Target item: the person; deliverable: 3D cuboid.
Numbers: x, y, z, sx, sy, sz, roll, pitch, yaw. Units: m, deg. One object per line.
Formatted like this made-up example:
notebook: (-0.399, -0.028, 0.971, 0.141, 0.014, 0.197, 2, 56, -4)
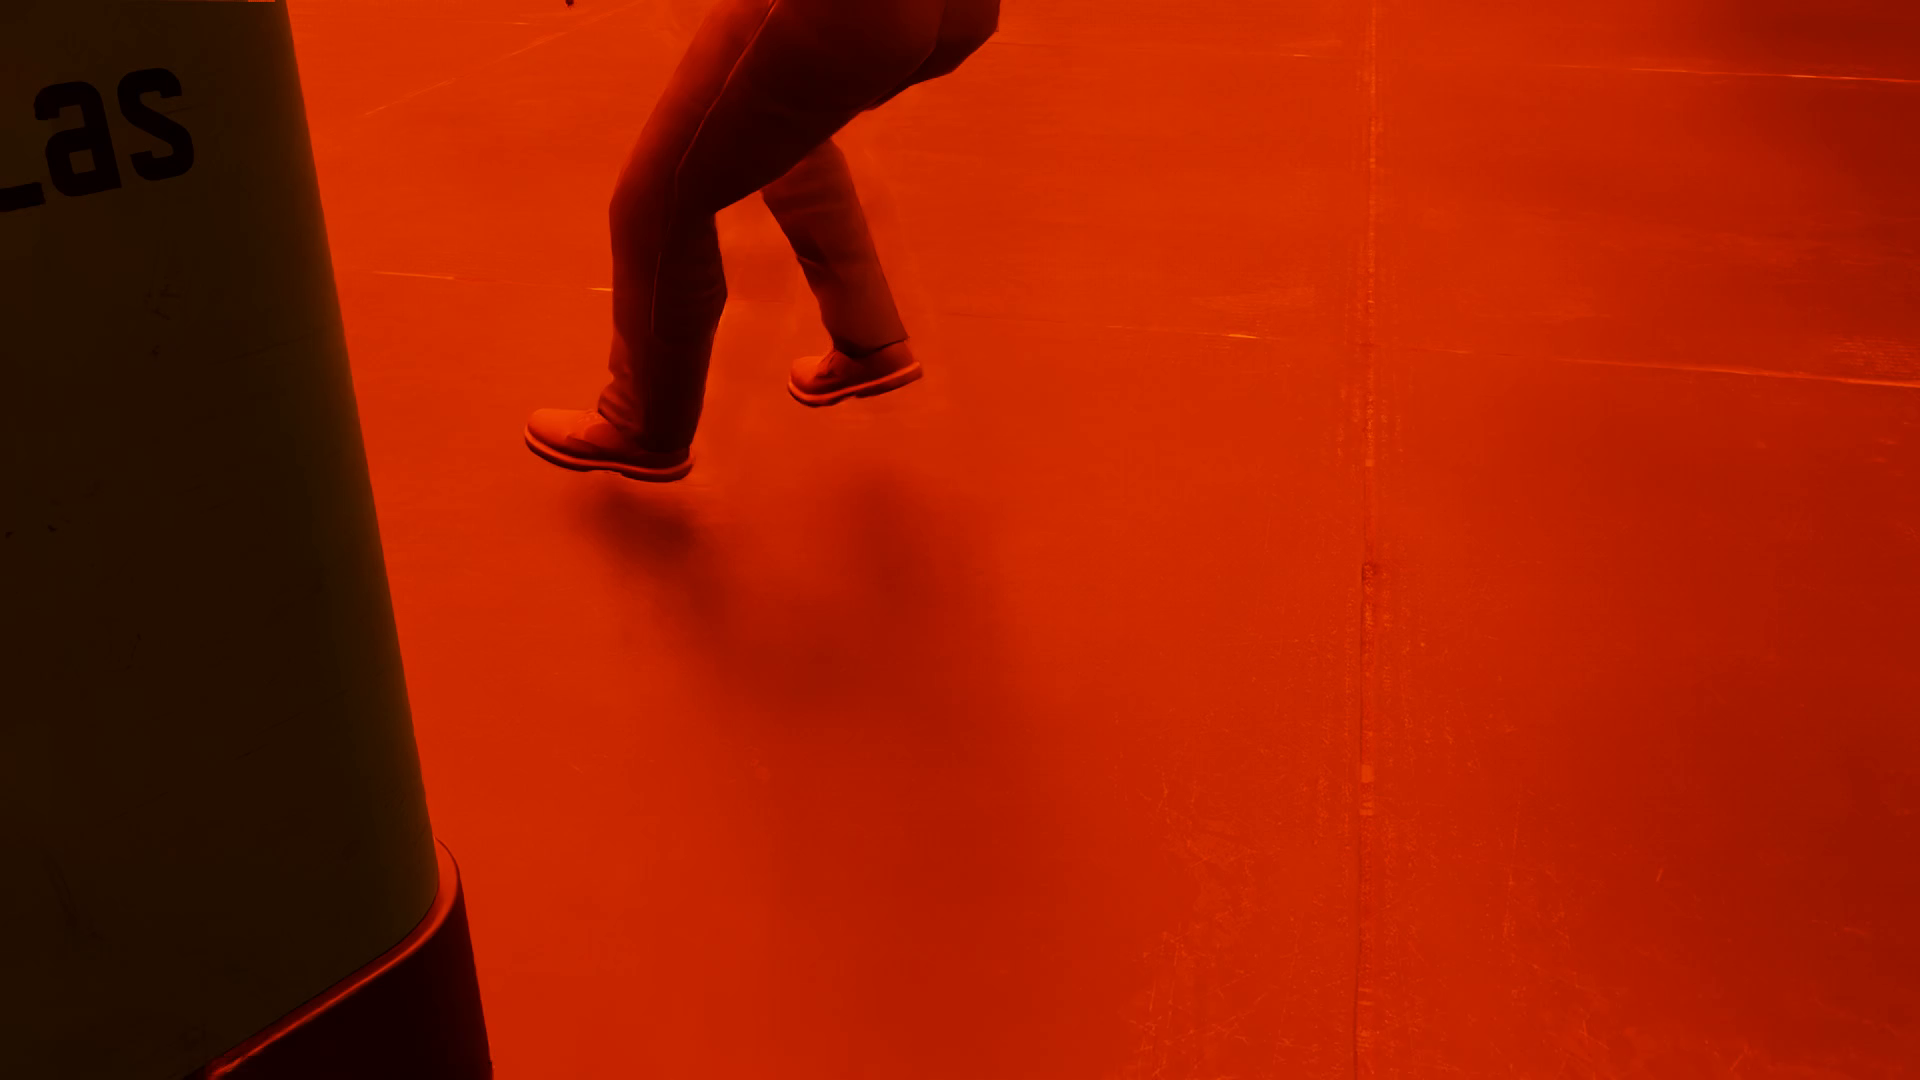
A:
person: (-0.301, -0.794, 2.267, 0.770, 1.541, 0.935, 16, 31, 29)
